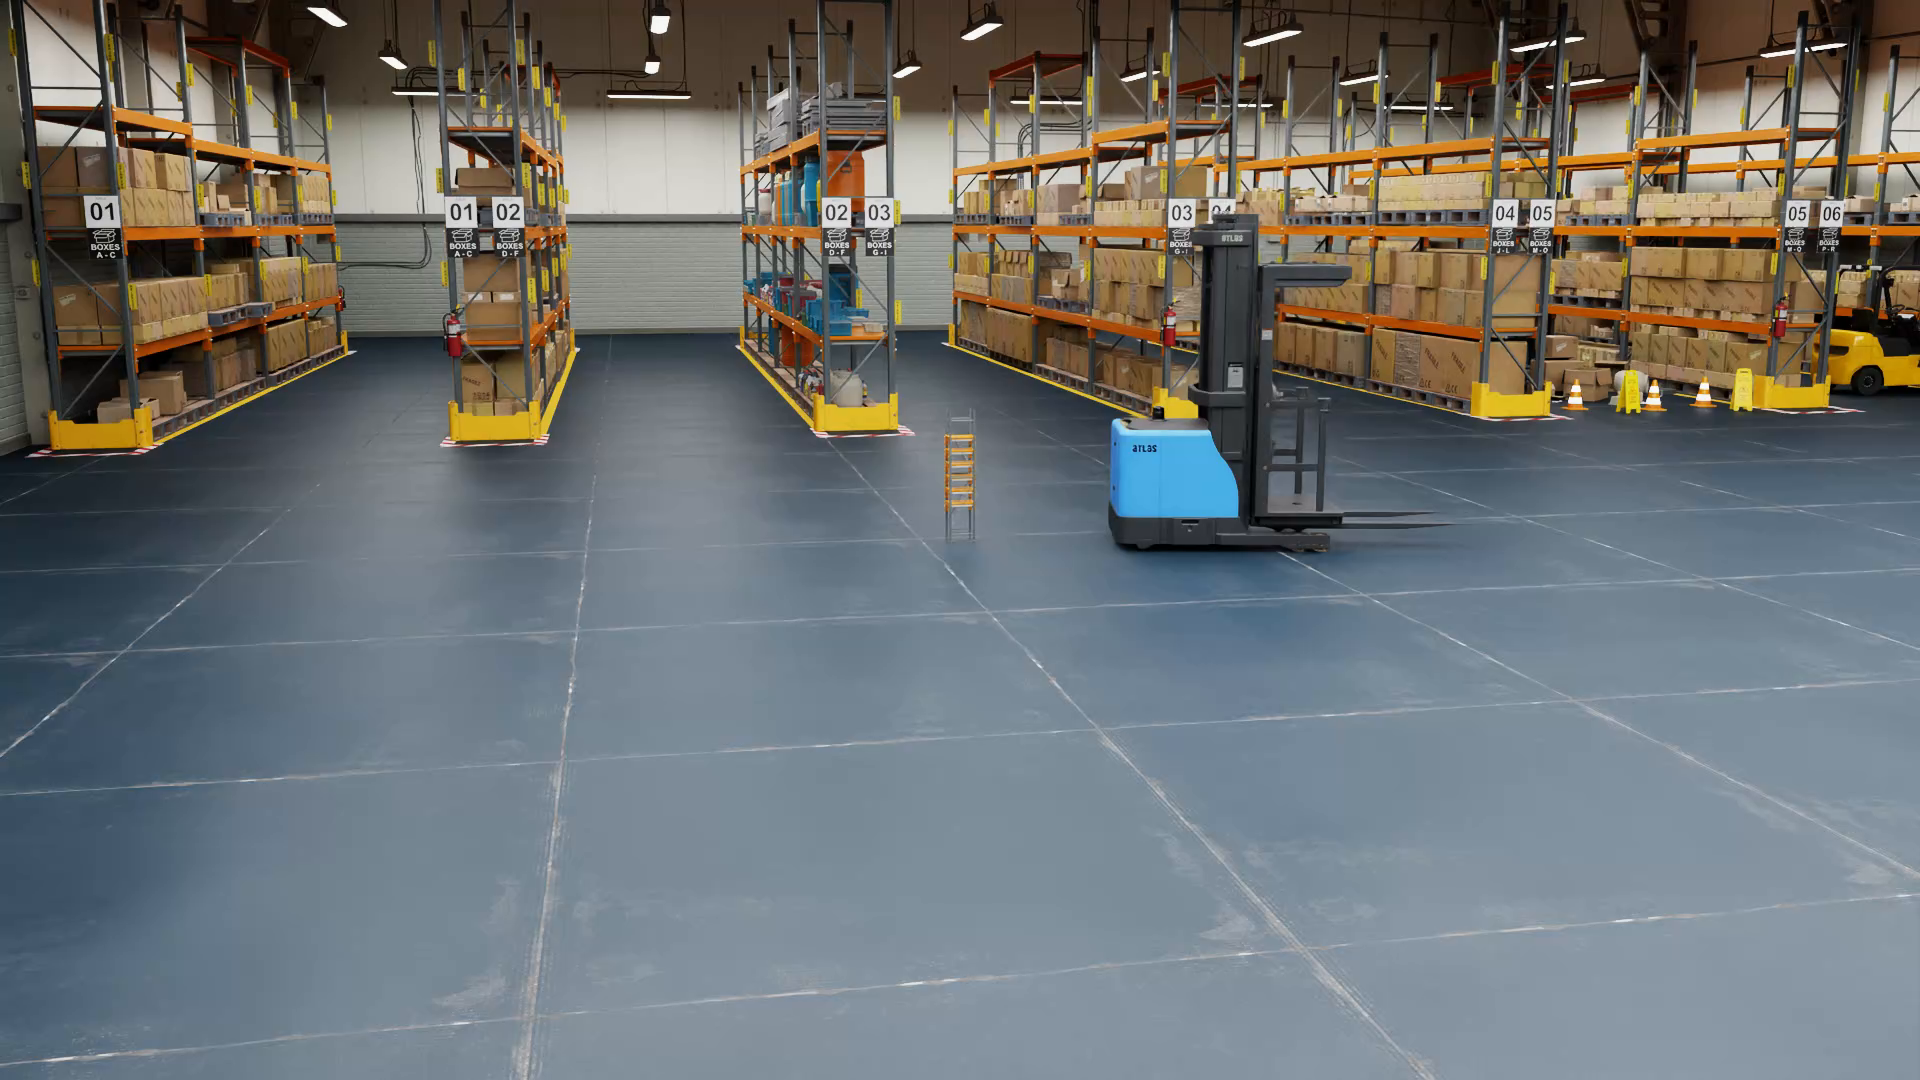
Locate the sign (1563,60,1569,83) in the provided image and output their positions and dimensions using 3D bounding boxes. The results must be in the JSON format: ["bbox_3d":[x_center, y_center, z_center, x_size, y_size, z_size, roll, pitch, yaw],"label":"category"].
[{"bbox_3d":[8.878,-6.877,24.391,0.100,0.325,0.005,-2,11,-11],"label":"sign"}]

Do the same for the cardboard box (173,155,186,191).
[{"bbox_3d":[-11.426,-5.246,23.774,0.500,0.500,0.500,-2,11,-8],"label":"cardboard box"}]

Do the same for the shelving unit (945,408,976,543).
[{"bbox_3d":[0.003,-0.587,15.124,0.258,1.200,0.189,-2,11,-11],"label":"shelving unit"}]

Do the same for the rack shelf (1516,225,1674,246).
[{"bbox_3d":[12.001,-5.793,31.565,1.077,0.370,4.000,-2,11,-11],"label":"rack shelf"}]

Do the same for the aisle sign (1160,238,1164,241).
[{"bbox_3d":[4.912,-7.588,40.142,0.394,0.787,0.004,-2,11,-11],"label":"aisle sign"}]

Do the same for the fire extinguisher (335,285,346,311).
[{"bbox_3d":[-13.817,-5.429,36.958,0.296,0.674,0.183,-2,11,-11],"label":"fire extinguisher"}]

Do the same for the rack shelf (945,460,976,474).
[{"bbox_3d":[0.003,-0.661,15.110,0.258,0.103,0.180,-2,11,-11],"label":"rack shelf"}]

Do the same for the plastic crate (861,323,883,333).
[{"bbox_3d":[-1.269,-3.078,24.106,0.298,0.136,0.250,-2,11,-11],"label":"plastic crate"}]

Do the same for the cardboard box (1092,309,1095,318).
[{"bbox_3d":[2.416,-3.772,27.717,0.380,0.149,0.250,-2,11,-11],"label":"cardboard box"}]

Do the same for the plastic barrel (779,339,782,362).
[{"bbox_3d":[-3.276,-3.673,32.055,0.421,0.512,0.421,0,11,0],"label":"plastic barrel"}]

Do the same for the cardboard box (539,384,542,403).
[{"bbox_3d":[-6.545,-2.181,24.919,0.500,0.250,0.500,-2,11,-11],"label":"cardboard box"}]

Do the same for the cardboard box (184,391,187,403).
[{"bbox_3d":[-11.773,-2.133,24.833,0.380,0.166,0.250,-4,11,-18],"label":"cardboard box"}]

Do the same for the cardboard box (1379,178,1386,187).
[{"bbox_3d":[7.292,-6.026,28.012,0.380,0.149,0.250,-2,11,-10],"label":"cardboard box"}]

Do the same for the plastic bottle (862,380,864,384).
[{"bbox_3d":[-1.484,-2.300,25.398,0.061,0.283,0.133,-2,11,-10],"label":"plastic bottle"}]

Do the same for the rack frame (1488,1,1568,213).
[{"bbox_3d":[8.332,-6.321,24.393,1.000,3.000,0.127,-2,11,-11],"label":"rack frame"}]

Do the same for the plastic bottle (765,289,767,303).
[{"bbox_3d":[-3.803,-4.861,33.098,0.152,0.276,0.135,-2,11,-11],"label":"plastic bottle"}]

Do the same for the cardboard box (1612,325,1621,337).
[{"bbox_3d":[15.806,-4.970,39.406,0.500,0.311,0.500,-2,11,-9],"label":"cardboard box"}]

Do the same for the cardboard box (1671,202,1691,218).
[{"bbox_3d":[12.401,-5.575,28.101,0.500,0.250,0.500,-2,11,-10],"label":"cardboard box"}]

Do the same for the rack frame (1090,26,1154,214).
[{"bbox_3d":[2.669,-6.893,27.397,1.000,3.000,0.127,-2,11,-11],"label":"rack frame"}]

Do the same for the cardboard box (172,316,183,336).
[{"bbox_3d":[-11.217,-2.990,23.285,0.500,0.250,0.500,-2,11,-10],"label":"cardboard box"}]

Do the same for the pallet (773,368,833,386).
[{"bbox_3d":[-2.854,-2.986,30.373,1.003,0.211,1.213,-2,11,-11],"label":"pallet"}]

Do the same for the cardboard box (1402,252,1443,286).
[{"bbox_3d":[7.784,-4.442,27.277,0.875,0.550,0.550,-2,11,-11],"label":"cardboard box"}]

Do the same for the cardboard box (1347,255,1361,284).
[{"bbox_3d":[7.350,-4.833,29.678,0.700,0.500,0.500,-2,11,-12],"label":"cardboard box"}]

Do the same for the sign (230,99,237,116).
[{"bbox_3d":[-14.012,-8.341,32.082,0.100,0.325,0.005,-2,11,-11],"label":"sign"}]

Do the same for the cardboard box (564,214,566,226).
[{"bbox_3d":[-9.024,-7.102,36.921,0.500,0.250,0.500,-2,11,-11],"label":"cardboard box"}]

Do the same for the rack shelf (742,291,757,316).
[{"bbox_3d":[-4.134,-5.246,36.715,1.077,0.370,4.000,-2,11,-11],"label":"rack shelf"}]

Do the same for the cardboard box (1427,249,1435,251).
[{"bbox_3d":[10.638,-6.222,36.979,0.500,0.500,0.500,-2,11,-10],"label":"cardboard box"}]

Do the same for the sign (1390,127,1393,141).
[{"bbox_3d":[10.591,-9.969,40.849,0.100,0.325,0.005,-2,11,-11],"label":"sign"}]

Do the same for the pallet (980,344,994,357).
[{"bbox_3d":[1.042,-4.185,36.675,1.003,0.211,1.213,-2,11,-11],"label":"pallet"}]

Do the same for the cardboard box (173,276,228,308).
[{"bbox_3d":[-12.233,-3.987,26.734,0.700,0.500,0.500,-1,11,-3],"label":"cardboard box"}]

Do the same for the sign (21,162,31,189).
[{"bbox_3d":[-11.677,-4.564,20.814,0.100,0.325,0.005,-2,11,-11],"label":"sign"}]

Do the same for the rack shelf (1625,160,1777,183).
[{"bbox_3d":[16.091,-7.985,36.129,1.077,0.370,4.000,-2,11,-11],"label":"rack shelf"}]

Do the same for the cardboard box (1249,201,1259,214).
[{"bbox_3d":[6.213,-6.642,33.837,0.500,0.500,0.500,-2,11,-11],"label":"cardboard box"}]

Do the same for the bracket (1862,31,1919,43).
[{"bbox_3d":[17.855,-9.165,29.709,0.076,0.066,4.783,-2,11,-11],"label":"bracket"}]

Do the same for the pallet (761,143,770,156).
[{"bbox_3d":[-3.077,-7.290,31.061,1.213,0.211,1.003,-2,11,-11],"label":"pallet"}]

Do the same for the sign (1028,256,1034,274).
[{"bbox_3d":[1.348,-5.227,31.595,0.100,0.325,0.005,-2,11,-11],"label":"sign"}]

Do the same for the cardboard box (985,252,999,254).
[{"bbox_3d":[0.688,-6.508,39.018,0.500,0.500,0.500,-2,11,-10],"label":"cardboard box"}]

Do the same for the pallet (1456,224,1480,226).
[{"bbox_3d":[11.215,-6.742,35.130,1.003,0.211,1.213,-2,11,-8],"label":"pallet"}]

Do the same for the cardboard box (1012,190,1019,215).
[{"bbox_3d":[1.473,-6.784,33.447,0.797,0.503,0.637,-2,11,-12],"label":"cardboard box"}]

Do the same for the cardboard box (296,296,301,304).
[{"bbox_3d":[-13.047,-4.662,32.339,0.380,0.149,0.250,-2,11,-10],"label":"cardboard box"}]

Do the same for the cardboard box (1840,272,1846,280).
[{"bbox_3d":[16.910,-5.003,31.511,0.380,0.149,0.250,-2,11,-11],"label":"cardboard box"}]

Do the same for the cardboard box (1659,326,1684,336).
[{"bbox_3d":[12.307,-3.611,28.692,0.380,0.149,0.250,-2,11,-9],"label":"cardboard box"}]

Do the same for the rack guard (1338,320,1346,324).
[{"bbox_3d":[10.052,-5.283,41.672,1.175,0.500,0.348,-2,11,-11],"label":"rack guard"}]

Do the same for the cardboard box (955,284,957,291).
[{"bbox_3d":[0.081,-5.946,39.140,0.380,0.149,0.250,-2,11,-10],"label":"cardboard box"}]

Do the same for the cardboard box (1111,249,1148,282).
[{"bbox_3d":[2.703,-4.357,26.382,0.500,0.500,0.500,-2,11,-11],"label":"cardboard box"}]

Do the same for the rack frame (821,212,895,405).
[{"bbox_3d":[-1.411,-3.032,23.157,1.000,3.000,0.127,-2,11,-11],"label":"rack frame"}]

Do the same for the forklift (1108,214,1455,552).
[{"bbox_3d":[2.905,-1.430,14.925,3.031,2.935,1.130,0,11,0],"label":"forklift"}]

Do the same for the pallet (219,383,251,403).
[{"bbox_3d":[-12.300,-2.402,27.307,1.003,0.211,1.213,-2,11,-11],"label":"pallet"}]

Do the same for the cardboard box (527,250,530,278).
[{"bbox_3d":[-6.856,-4.099,25.025,0.700,0.500,0.500,-2,11,-11],"label":"cardboard box"}]

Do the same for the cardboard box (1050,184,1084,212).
[{"bbox_3d":[1.930,-6.167,30.001,0.500,0.500,0.500,-2,11,-13],"label":"cardboard box"}]

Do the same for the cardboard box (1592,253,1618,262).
[{"bbox_3d":[11.932,-5.229,30.778,0.380,0.149,0.250,-2,11,-13],"label":"cardboard box"}]

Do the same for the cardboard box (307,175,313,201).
[{"bbox_3d":[-13.432,-7.131,33.677,0.500,0.500,0.500,-2,11,-12],"label":"cardboard box"}]

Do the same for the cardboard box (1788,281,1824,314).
[{"bbox_3d":[13.348,-3.865,26.469,0.500,0.500,0.500,-2,11,-12],"label":"cardboard box"}]

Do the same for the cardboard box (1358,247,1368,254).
[{"bbox_3d":[9.978,-6.854,40.298,0.500,0.500,0.500,-2,11,-13],"label":"cardboard box"}]

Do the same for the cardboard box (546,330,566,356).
[{"bbox_3d":[-8.227,-3.961,33.550,0.500,0.500,0.500,-2,11,-11],"label":"cardboard box"}]

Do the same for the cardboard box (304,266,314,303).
[{"bbox_3d":[-13.552,-5.120,33.325,0.980,0.700,0.700,-2,11,-10],"label":"cardboard box"}]

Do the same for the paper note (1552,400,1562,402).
[{"bbox_3d":[9.701,-2.256,27.027,0.144,0.017,0.142,2,11,9],"label":"paper note"}]
